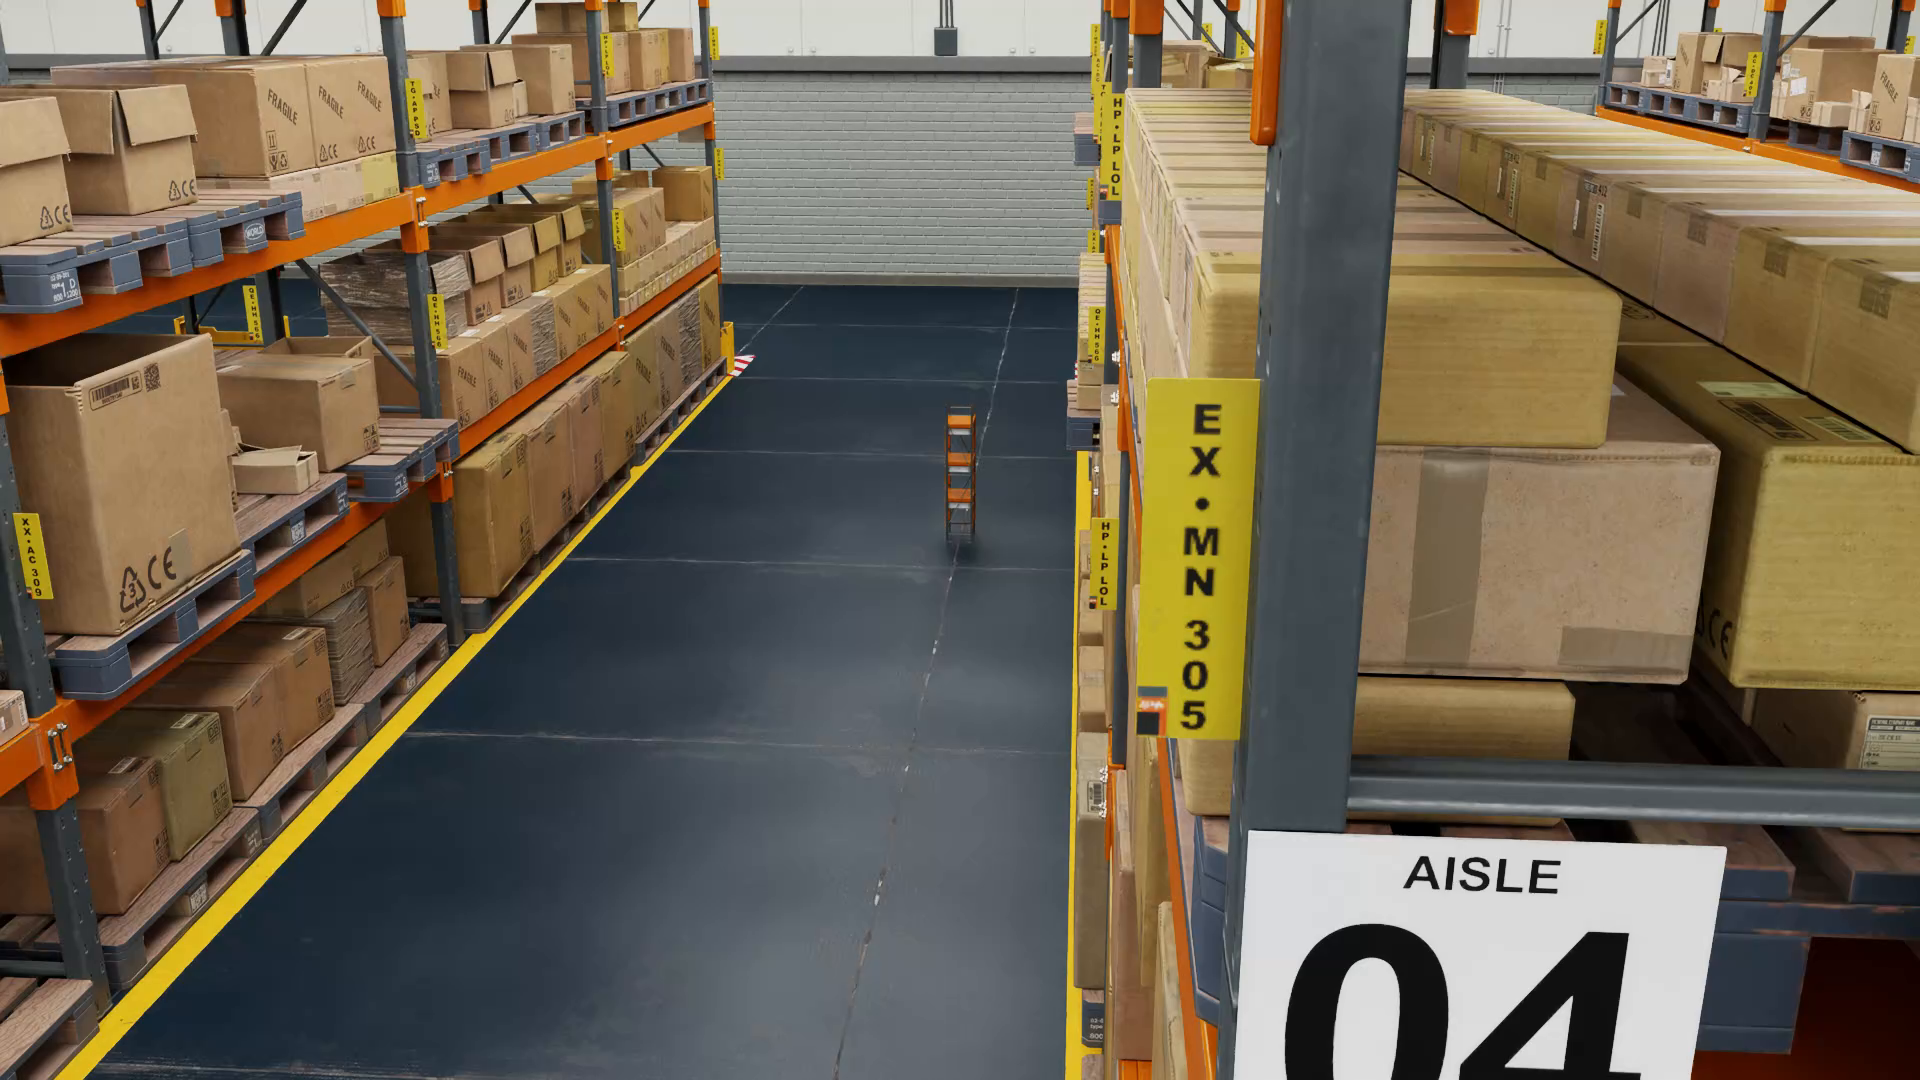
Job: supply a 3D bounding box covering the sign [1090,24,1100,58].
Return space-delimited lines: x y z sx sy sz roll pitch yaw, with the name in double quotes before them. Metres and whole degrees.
"sign" 1.352 -4.976 16.571 0.100 0.325 0.005 1 18 4

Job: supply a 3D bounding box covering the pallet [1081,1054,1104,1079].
"pallet" 0.900 2.163 5.482 1.003 0.211 1.213 1 18 4

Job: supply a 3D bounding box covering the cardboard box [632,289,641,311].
"cardboard box" -2.962 -2.070 14.325 0.380 0.149 0.250 1 18 2

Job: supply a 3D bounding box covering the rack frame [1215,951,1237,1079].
"rack frame" 0.746 1.846 1.972 1.000 3.000 0.127 1 18 4

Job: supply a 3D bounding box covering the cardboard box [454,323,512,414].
"cardboard box" -3.280 -1.133 10.904 0.500 0.500 0.500 1 18 2

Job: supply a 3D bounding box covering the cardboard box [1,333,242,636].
"cardboard box" -3.711 -0.267 6.781 1.000 1.000 1.000 1 18 4

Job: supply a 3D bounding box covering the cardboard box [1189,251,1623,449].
"cardboard box" 0.431 -0.198 1.681 0.380 0.149 0.250 1 18 4

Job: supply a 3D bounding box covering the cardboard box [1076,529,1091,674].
"cardboard box" 1.186 0.418 9.268 1.050 0.750 0.750 1 18 3

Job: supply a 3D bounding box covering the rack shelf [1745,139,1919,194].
"rack shelf" 6.407 -2.264 10.854 1.077 0.370 4.000 1 18 4

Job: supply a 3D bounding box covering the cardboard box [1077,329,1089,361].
"cardboard box" 0.897 -1.164 9.931 0.380 0.149 0.250 1 18 2

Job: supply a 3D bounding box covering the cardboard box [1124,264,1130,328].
"cardboard box" 0.613 -0.608 4.213 0.380 0.149 0.250 1 18 3

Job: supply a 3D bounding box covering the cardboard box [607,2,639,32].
"cardboard box" -3.202 -4.714 14.977 0.500 0.250 0.500 1 18 2

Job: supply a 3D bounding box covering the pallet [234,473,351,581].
"pallet" -3.722 -0.074 8.139 1.003 0.211 1.213 1 18 4

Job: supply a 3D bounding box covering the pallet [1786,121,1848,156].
"pallet" 6.534 -2.850 11.795 0.805 0.209 1.217 1 18 2

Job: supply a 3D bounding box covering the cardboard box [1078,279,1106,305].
"cardboard box" 1.027 -1.730 11.659 0.380 0.149 0.250 2 18 6

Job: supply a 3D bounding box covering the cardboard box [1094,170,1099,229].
"cardboard box" 1.402 -2.858 14.083 0.500 0.500 0.500 1 18 2

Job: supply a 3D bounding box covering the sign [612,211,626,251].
"sign" -2.792 -2.526 13.584 0.100 0.325 0.005 1 18 4

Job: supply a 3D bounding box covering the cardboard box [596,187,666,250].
"cardboard box" -2.969 -2.907 15.036 0.500 0.500 0.500 1 18 2

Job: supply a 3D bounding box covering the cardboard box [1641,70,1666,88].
"cardboard box" 6.530 -4.264 15.371 0.380 0.149 0.250 2 18 6

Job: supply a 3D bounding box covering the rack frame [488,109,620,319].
"rack frame" -3.334 -2.023 13.779 1.000 3.000 0.127 1 18 4

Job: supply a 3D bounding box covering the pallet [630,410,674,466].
"pallet" -3.201 -0.932 14.929 1.003 0.211 1.213 1 18 4

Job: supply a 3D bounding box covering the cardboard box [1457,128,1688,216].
"cardboard box" 1.216 -0.736 3.322 0.380 0.149 0.250 2 18 5

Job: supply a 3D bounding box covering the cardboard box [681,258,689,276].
"cardboard box" -2.834 -2.630 16.036 0.380 0.149 0.250 1 18 4

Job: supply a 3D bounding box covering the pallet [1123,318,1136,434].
"pallet" 0.964 -0.526 4.535 1.003 0.211 1.213 1 18 4

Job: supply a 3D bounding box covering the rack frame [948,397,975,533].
"rack frame" 0.013 -0.553 12.426 0.200 1.050 0.008 1 18 4

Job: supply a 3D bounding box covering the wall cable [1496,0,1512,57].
"wall cable" 6.964 -7.668 21.372 0.463 3.000 0.029 1 18 4

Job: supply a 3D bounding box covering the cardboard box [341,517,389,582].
"cardboard box" -3.639 0.051 9.555 0.500 0.250 0.500 2 18 6

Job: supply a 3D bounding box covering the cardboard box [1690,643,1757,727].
"cardboard box" 1.108 0.114 2.008 0.380 0.149 0.250 1 18 4

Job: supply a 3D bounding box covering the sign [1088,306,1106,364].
"sign" 0.777 -1.160 9.415 0.100 0.325 0.005 1 18 4

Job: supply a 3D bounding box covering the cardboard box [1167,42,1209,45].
"cardboard box" 2.118 -4.556 15.490 0.380 0.149 0.250 2 18 5

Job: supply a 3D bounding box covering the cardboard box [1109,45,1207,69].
"cardboard box" 1.469 -3.438 12.446 0.700 0.500 0.500 1 18 4

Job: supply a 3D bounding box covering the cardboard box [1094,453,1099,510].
"cardboard box" 1.132 -0.382 10.907 0.500 0.250 0.500 2 18 5

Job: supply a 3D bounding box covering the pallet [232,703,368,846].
"pallet" -3.768 1.165 8.528 1.003 0.211 1.213 1 18 4

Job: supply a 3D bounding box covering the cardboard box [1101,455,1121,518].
"cardboard box" 0.910 -0.083 7.700 0.500 0.500 0.500 1 18 3

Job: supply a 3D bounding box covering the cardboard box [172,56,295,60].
"cardboard box" -3.911 -2.351 9.000 0.500 0.500 0.500 1 18 4

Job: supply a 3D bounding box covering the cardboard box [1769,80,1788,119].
"cardboard box" 6.166 -3.215 12.142 0.396 0.266 0.258 1 18 3

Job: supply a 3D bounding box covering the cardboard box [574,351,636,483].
"cardboard box" -3.360 -1.014 13.437 1.225 0.875 0.875 1 18 4

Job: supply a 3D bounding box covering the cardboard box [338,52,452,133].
"cardboard box" -3.675 -2.914 10.847 0.500 0.500 0.500 2 18 7

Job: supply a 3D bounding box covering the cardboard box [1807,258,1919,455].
"cardboard box" 1.087 -0.182 1.633 0.380 0.149 0.250 1 18 5

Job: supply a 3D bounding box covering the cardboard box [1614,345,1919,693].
"cardboard box" 1.036 -0.041 1.841 0.500 0.250 0.500 1 18 4

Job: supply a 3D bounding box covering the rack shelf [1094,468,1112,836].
"rack shelf" 1.176 0.324 7.771 1.077 0.370 4.000 1 18 4

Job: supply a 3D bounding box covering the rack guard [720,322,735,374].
"rack guard" -3.045 -2.085 17.983 1.175 0.500 0.348 1 18 4

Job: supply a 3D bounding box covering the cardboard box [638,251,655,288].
"cardboard box" -2.998 -2.387 14.655 0.500 0.250 0.500 1 18 4

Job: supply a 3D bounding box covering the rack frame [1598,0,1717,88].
"rack frame" 6.837 -5.895 15.962 1.000 3.000 0.127 1 18 4

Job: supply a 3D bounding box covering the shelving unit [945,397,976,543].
"shelving unit" 0.004 -0.516 12.310 0.215 1.050 0.252 1 18 4

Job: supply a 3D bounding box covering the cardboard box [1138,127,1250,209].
"cardboard box" 0.558 -0.750 3.366 0.380 0.149 0.250 1 18 4

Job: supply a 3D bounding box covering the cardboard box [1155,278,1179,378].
"cardboard box" 0.539 -0.210 2.358 0.500 0.250 0.500 1 18 4

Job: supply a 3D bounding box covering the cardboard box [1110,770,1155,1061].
"cardboard box" 0.845 0.984 4.363 0.875 0.550 0.550 1 18 4

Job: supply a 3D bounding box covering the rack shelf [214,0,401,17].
"rack shelf" -3.764 -2.478 7.333 1.077 0.370 4.000 1 18 4
